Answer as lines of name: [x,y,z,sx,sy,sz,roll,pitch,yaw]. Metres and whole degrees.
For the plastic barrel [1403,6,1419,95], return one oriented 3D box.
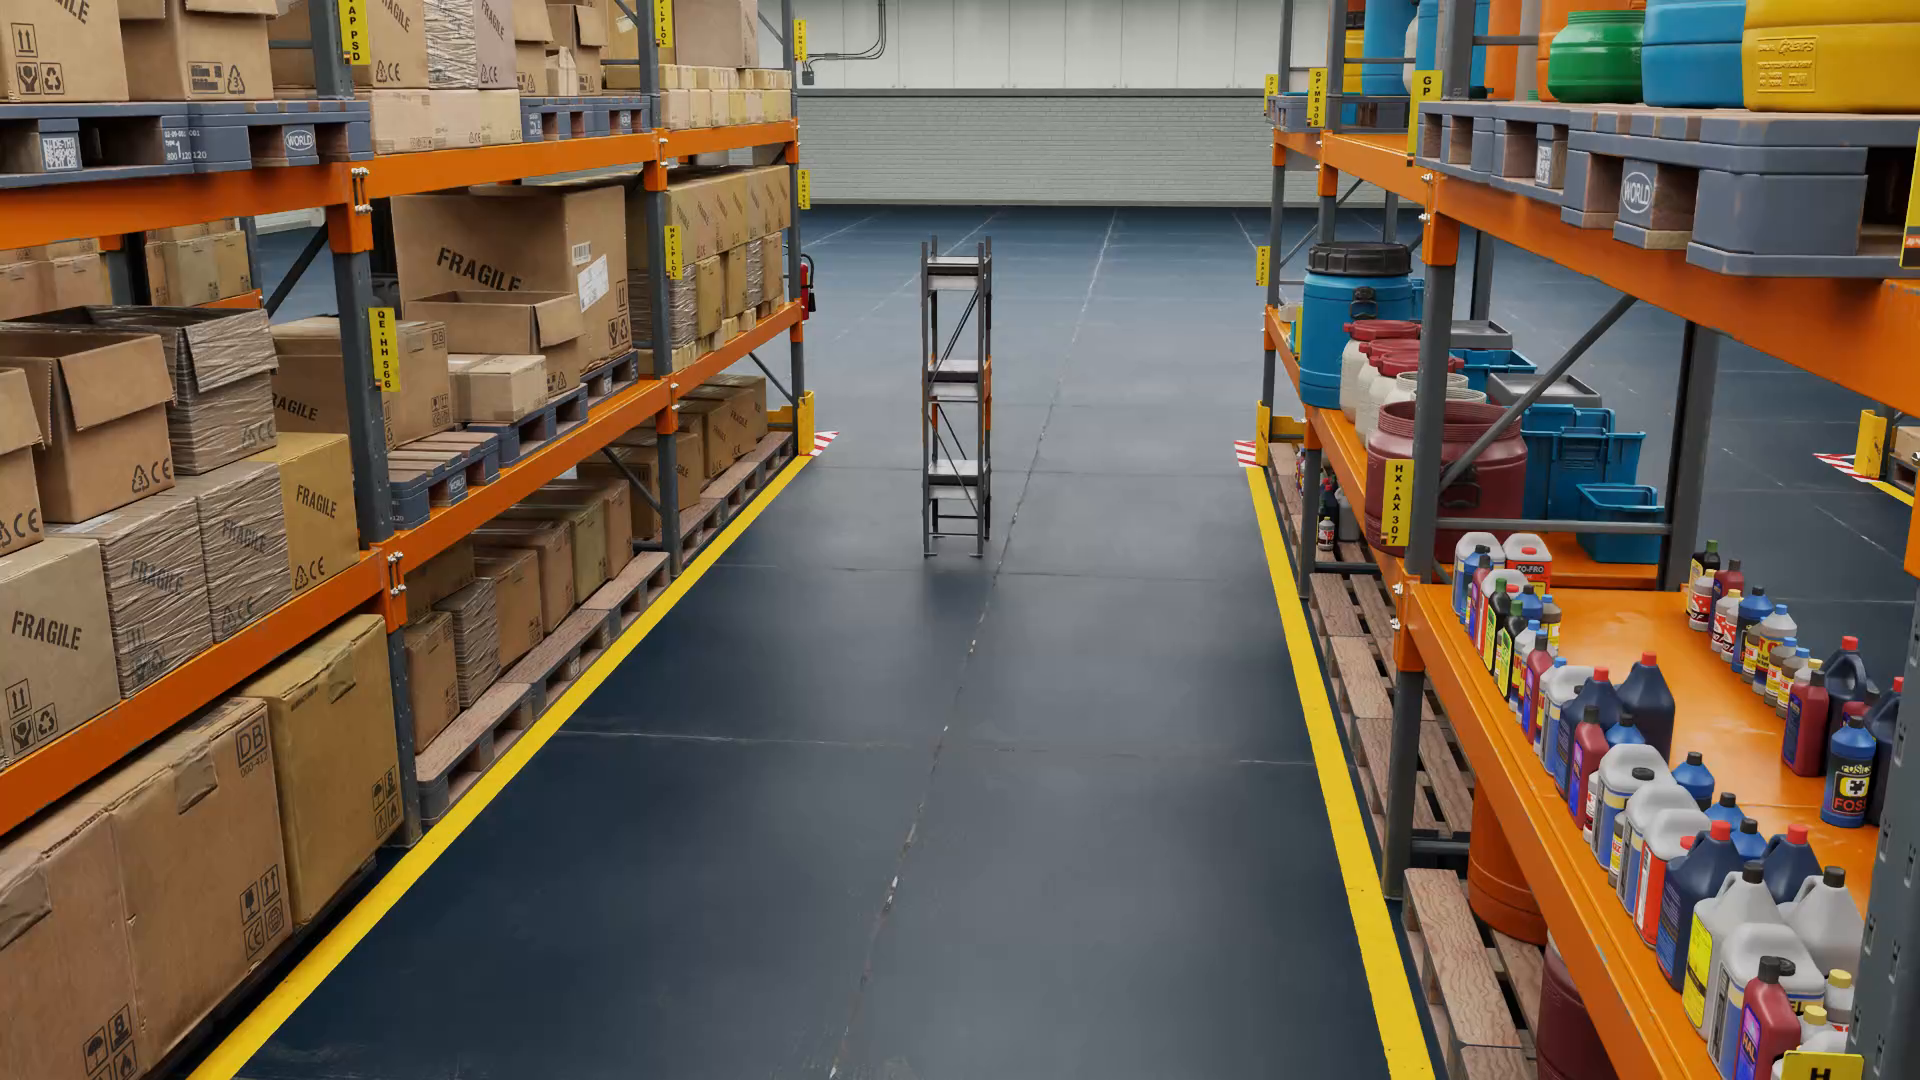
plastic barrel: [2.848,-2.892,9.844,0.421,0.512,0.421,0,15,0]

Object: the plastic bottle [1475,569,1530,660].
plastic bottle: [1.731,0.239,5.269,0.152,0.276,0.135,2,15,6]

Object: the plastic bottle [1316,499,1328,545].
plastic bottle: [2.331,-0.117,10.707,0.061,0.283,0.133,2,15,9]

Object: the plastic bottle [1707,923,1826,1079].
plastic bottle: [1.467,0.847,3.019,0.152,0.276,0.135,2,15,6]

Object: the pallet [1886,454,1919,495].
pallet: [7.933,-0.426,12.832,1.003,0.211,1.213,2,15,6]

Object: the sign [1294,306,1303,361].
sign: [2.059,-1.234,9.947,0.100,0.325,0.005,2,15,6]

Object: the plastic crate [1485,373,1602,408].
plastic crate: [2.640,-0.484,7.585,0.402,0.464,0.583,2,15,6]

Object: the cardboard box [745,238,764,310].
cardboard box: [-1.991,-2.053,12.745,0.875,0.500,0.500,2,15,6]

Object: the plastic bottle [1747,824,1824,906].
plastic bottle: [1.645,0.726,3.325,0.144,0.351,0.185,2,15,6]

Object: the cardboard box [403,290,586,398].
cardboard box: [-2.420,-1.027,8.711,0.797,0.503,0.637,3,15,12]

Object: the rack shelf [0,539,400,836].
rack shelf: [-2.994,0.677,4.791,1.077,0.370,4.000,2,15,6]

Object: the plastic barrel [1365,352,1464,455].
plastic barrel: [2.147,-0.602,7.883,0.433,0.535,0.433,0,15,0]

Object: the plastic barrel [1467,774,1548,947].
plastic barrel: [2.115,0.929,5.834,0.600,0.830,0.708,2,15,6]

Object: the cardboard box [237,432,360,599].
cardboard box: [-2.577,-0.102,6.102,0.500,0.500,0.500,2,15,8]

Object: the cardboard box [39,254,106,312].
cardboard box: [-6.986,-1.847,12.460,0.875,0.550,0.550,2,15,6]

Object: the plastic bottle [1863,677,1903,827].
plastic bottle: [2.307,0.517,4.099,0.144,0.351,0.185,2,15,6]

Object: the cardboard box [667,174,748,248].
cardboard box: [-1.856,-2.400,12.114,0.500,0.500,0.500,2,15,6]

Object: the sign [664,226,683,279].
sign: [-1.765,-1.770,10.244,0.100,0.325,0.005,2,15,6]

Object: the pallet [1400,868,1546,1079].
pallet: [2.106,1.508,5.680,1.003,0.211,1.213,2,15,6]

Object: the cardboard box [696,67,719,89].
cardboard box: [-1.858,-3.142,11.313,0.380,0.149,0.250,1,15,5]

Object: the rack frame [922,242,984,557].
rack frame: [-0.046,-0.907,10.995,0.400,2.100,0.015,2,15,6]

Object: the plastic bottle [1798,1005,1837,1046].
plastic bottle: [1.487,0.914,2.914,0.097,0.201,0.097,0,15,0]

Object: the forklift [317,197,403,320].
forklift: [-4.447,-1.912,13.117,1.130,2.935,3.031,3,15,10]

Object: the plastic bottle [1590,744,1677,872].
plastic bottle: [1.565,0.621,3.855,0.152,0.276,0.135,2,15,6]

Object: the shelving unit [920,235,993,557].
shelving unit: [-0.019,-0.971,11.229,0.431,2.100,0.503,2,15,6]

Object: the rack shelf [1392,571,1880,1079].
rack shelf: [1.928,0.823,4.252,1.077,0.370,4.000,2,15,6]

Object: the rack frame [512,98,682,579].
rack frame: [-2.317,-1.227,10.452,1.000,3.000,0.127,2,15,6]

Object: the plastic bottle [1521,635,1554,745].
plastic bottle: [1.608,0.414,4.608,0.061,0.283,0.133,2,15,6]

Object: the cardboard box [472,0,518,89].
cardboard box: [-2.349,-2.303,7.538,0.500,0.500,0.500,1,15,5]

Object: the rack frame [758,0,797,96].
rack frame: [-1.865,-5.160,13.506,1.000,3.000,0.127,2,15,6]

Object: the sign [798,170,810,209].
sign: [-1.316,-2.954,14.017,0.100,0.325,0.005,2,15,6]

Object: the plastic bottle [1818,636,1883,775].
plastic bottle: [2.343,0.434,4.404,0.144,0.351,0.185,2,15,6]

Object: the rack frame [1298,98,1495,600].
rack frame: [2.605,-1.081,9.913,1.000,3.000,0.127,2,15,6]

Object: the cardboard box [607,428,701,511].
cardboard box: [-2.175,-0.474,11.653,0.500,0.500,0.500,7,17,24]

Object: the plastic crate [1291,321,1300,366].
plastic crate: [2.460,-1.304,11.023,0.499,0.251,0.616,2,15,6]

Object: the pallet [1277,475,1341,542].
pallet: [2.857,-0.225,12.090,1.003,0.211,1.213,2,15,6]

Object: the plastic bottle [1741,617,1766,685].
plastic bottle: [2.441,0.335,5.058,0.097,0.201,0.097,0,15,0]

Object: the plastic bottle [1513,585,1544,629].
plastic bottle: [1.751,0.272,5.155,0.097,0.271,0.097,0,15,0]

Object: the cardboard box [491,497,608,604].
cardboard box: [-2.480,0.049,9.679,0.700,0.500,0.500,2,15,6]

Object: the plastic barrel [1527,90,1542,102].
plastic barrel: [2.130,-1.482,5.947,0.294,0.245,0.294,0,15,0]

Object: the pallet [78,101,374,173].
pallet: [-2.788,-1.378,5.626,1.213,0.211,1.003,2,15,9]

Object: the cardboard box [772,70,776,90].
cardboard box: [-1.654,-3.613,13.054,0.380,0.149,0.250,1,15,4]

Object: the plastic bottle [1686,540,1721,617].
plastic bottle: [2.532,0.130,5.657,0.061,0.283,0.133,2,15,6]

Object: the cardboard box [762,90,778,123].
cardboard box: [-1.721,-3.378,12.948,0.500,0.250,0.500,2,15,7]

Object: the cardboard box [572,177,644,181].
cardboard box: [-2.427,-2.286,11.691,0.500,0.500,0.500,2,15,6]

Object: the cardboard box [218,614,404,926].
cardboard box: [-2.867,0.812,6.179,1.225,0.875,0.875,1,15,4]

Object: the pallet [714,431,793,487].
pallet: [-2.001,-0.689,13.805,1.003,0.211,1.213,2,15,6]

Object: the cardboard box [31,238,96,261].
cardboard box: [-7.014,-2.370,12.322,0.875,0.550,0.550,2,15,6]

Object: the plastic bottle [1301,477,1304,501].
plastic bottle: [2.481,-0.378,11.833,0.097,0.201,0.097,0,15,0]

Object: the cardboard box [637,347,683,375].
cardboard box: [-1.994,-1.152,10.659,0.380,0.149,0.250,2,15,6]

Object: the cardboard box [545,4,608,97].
cardboard box: [-2.468,-2.808,9.553,0.797,0.503,0.637,1,15,3]

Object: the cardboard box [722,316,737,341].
cardboard box: [-1.837,-1.542,12.099,0.380,0.149,0.250,2,15,6]
